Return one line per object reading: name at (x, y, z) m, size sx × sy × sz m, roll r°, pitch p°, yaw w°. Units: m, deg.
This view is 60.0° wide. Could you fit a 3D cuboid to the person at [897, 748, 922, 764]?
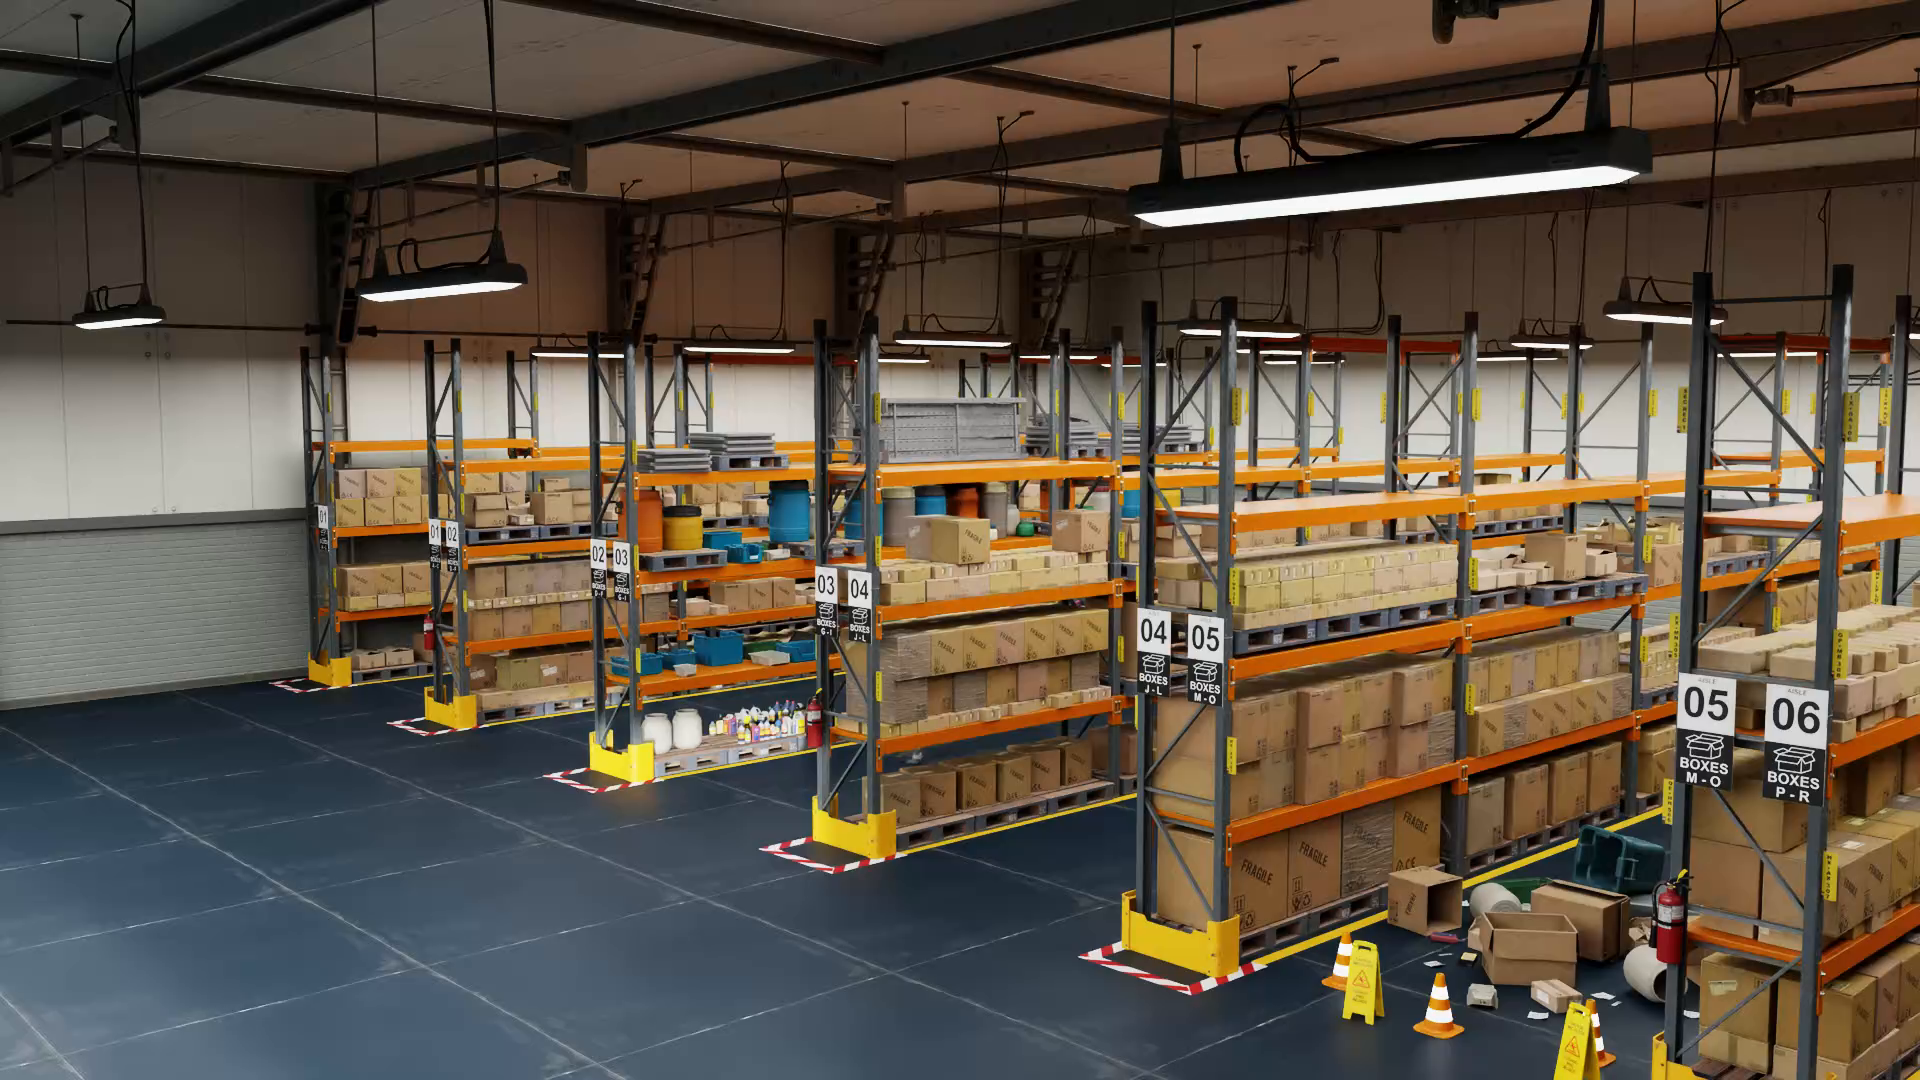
person at (-0.756, 2.270, 22.909) m, size 0.667 × 1.724 × 0.793 m, roll 4°, pitch 7°, yaw 39°
